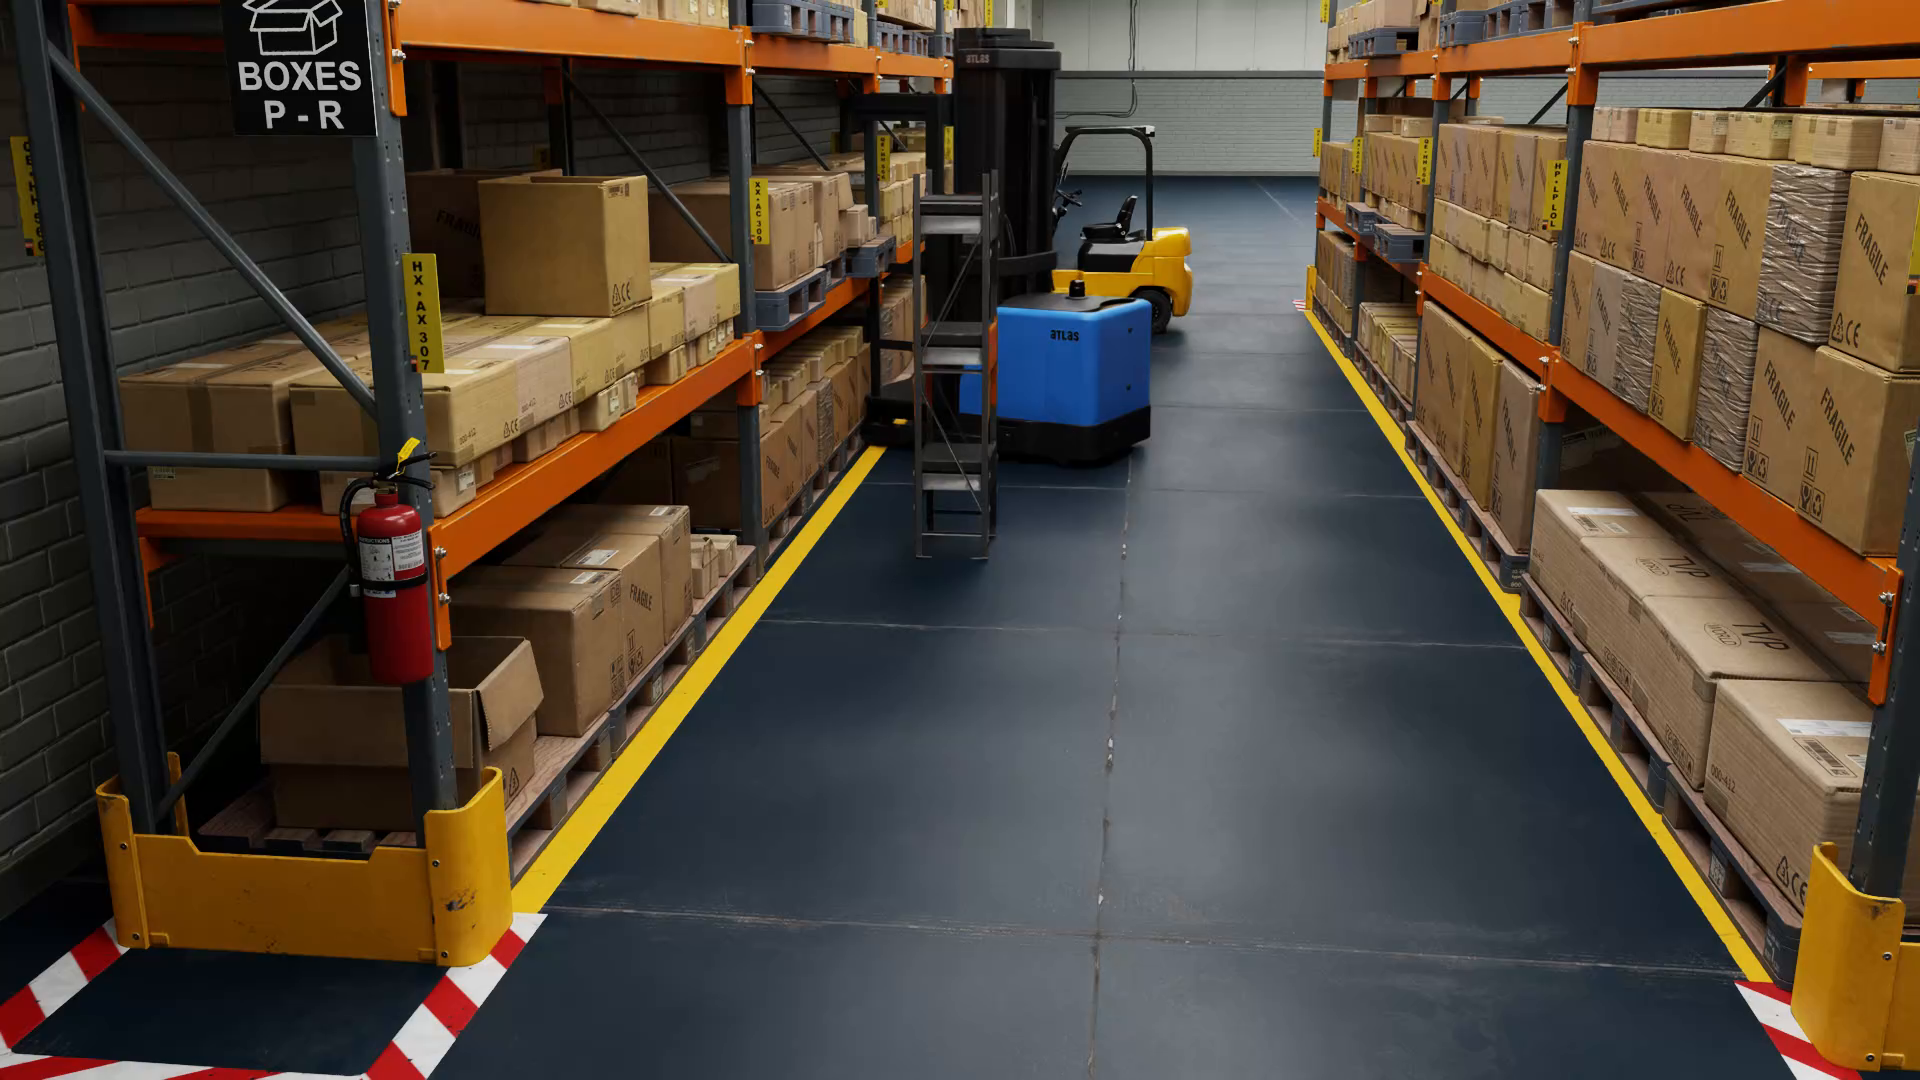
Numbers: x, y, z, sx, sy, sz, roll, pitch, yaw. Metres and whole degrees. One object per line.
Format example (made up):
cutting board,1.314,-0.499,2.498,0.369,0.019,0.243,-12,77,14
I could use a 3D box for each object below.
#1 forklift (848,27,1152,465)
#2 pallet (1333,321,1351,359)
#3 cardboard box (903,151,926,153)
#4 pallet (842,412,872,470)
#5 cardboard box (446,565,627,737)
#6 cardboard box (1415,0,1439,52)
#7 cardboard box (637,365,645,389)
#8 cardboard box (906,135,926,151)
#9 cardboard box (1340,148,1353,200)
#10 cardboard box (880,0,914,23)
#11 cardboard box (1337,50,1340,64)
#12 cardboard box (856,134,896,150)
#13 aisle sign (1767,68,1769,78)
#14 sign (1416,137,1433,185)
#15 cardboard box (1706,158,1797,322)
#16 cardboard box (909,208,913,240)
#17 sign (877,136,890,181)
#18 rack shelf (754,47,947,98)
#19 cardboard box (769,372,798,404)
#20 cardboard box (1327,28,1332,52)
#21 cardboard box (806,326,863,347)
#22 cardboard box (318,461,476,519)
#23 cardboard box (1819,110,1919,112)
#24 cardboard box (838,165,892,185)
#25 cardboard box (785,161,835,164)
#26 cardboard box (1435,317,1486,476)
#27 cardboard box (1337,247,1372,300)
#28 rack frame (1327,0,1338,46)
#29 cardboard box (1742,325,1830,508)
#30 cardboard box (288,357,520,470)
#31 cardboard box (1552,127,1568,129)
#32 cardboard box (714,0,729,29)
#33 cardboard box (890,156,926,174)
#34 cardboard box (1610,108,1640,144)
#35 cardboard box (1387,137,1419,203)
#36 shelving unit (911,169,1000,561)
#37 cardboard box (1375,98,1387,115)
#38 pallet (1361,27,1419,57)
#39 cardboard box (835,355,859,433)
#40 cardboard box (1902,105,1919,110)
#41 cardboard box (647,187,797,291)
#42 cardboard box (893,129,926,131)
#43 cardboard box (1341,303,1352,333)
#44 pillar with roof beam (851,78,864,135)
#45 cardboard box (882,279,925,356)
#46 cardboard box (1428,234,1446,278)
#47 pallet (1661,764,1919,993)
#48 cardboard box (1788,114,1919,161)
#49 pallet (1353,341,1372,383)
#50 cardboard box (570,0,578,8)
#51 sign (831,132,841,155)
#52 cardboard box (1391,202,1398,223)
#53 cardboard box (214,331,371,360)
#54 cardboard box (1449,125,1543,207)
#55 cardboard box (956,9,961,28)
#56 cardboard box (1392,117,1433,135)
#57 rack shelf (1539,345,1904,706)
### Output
forklift,-0.138,-2.197,12.170,3.031,2.935,1.130,9,17,29
pallet,4.321,-2.011,16.696,1.003,0.211,1.213,2,15,6
cardboard box,-0.355,-3.764,16.400,0.380,0.149,0.250,1,15,5
pallet,-1.226,-0.751,12.036,1.003,0.211,1.213,2,15,6
cardboard box,-1.708,0.412,6.374,0.700,0.500,0.500,2,15,9
cardboard box,3.972,-4.039,12.908,0.797,0.503,0.637,2,15,6
cardboard box,-1.551,-0.707,7.011,0.380,0.149,0.250,2,15,7
cardboard box,-0.322,-3.906,16.358,0.380,0.149,0.250,2,15,7
cardboard box,4.188,-3.765,17.078,0.500,0.500,0.500,2,15,8
cardboard box,-0.665,-4.482,13.556,0.500,0.500,0.500,2,15,8
cardboard box,4.367,-5.331,18.367,0.380,0.149,0.250,2,15,8
cardboard box,-0.847,-3.988,16.660,0.380,0.149,0.250,1,15,5
aisle sign,9.371,-5.382,18.839,0.394,0.787,0.004,2,15,6
sign,3.288,-2.679,11.756,0.100,0.325,0.005,2,15,6
cardboard box,2.832,-0.997,5.497,0.500,0.500,0.500,2,15,6
cardboard box,-0.638,-2.724,14.277,0.500,0.250,0.500,2,15,8
sign,-0.564,-2.797,12.193,0.100,0.325,0.005,2,15,6
rack shelf,-0.878,-3.909,14.005,1.077,0.370,4.000,2,15,6
cardboard box,-1.196,-0.923,10.071,0.380,0.149,0.250,2,15,6
cardboard box,4.410,-5.616,18.656,0.500,0.250,0.500,1,15,5
cardboard box,-0.908,-1.464,12.070,0.380,0.149,0.250,1,15,4
cardboard box,-1.697,-0.171,5.029,0.380,0.149,0.250,2,15,6
cardboard box,3.452,-1.532,6.233,0.380,0.149,0.250,1,15,5
cardboard box,-0.743,-2.862,13.066,0.380,0.149,0.250,2,15,8
cardboard box,-1.250,-3.077,13.859,0.380,0.149,0.250,1,15,5
cardboard box,3.563,-0.914,10.561,0.875,0.875,0.875,2,15,7
cardboard box,4.136,-2.713,16.975,0.500,0.500,0.500,2,15,7
rack frame,4.731,-7.116,18.737,1.000,3.000,0.127,2,15,6
cardboard box,2.789,-0.381,5.132,0.500,0.500,0.500,1,15,5
cardboard box,-1.688,-0.396,5.097,0.500,0.250,0.500,2,15,7
cardboard box,3.918,-2.272,10.210,0.500,0.500,0.500,2,15,6
cardboard box,-1.302,-2.477,7.812,0.380,0.149,0.250,2,15,6
cardboard box,-0.459,-3.392,15.026,0.380,0.149,0.250,1,15,5
cardboard box,3.071,-1.810,7.260,0.380,0.149,0.250,2,15,7
cardboard box,3.707,-2.931,13.188,0.500,0.500,0.500,1,15,2
shelving unit,-0.019,-0.971,9.229,0.431,2.100,0.503,2,15,6
cardboard box,4.676,-4.364,17.376,0.700,0.500,0.500,2,15,6
pallet,3.990,-4.113,13.741,1.213,0.211,1.003,2,15,6
cardboard box,-1.005,-1.040,11.748,0.500,0.500,0.500,1,15,5
cardboard box,9.286,-3.751,15.431,0.875,0.550,0.550,2,15,6
cardboard box,-1.278,-1.622,8.919,0.700,0.500,0.500,2,15,8
cardboard box,-0.578,-4.520,18.629,0.380,0.149,0.250,2,15,8
cardboard box,4.080,-2.219,16.584,0.500,0.250,0.500,2,15,9
pillar with roof beam,3.102,-6.980,18.236,9.100,9.000,0.400,2,15,6
cardboard box,-0.795,-2.047,15.231,0.875,0.625,0.625,2,15,6
cardboard box,3.523,-1.953,11.425,0.500,0.250,0.500,1,15,5
pallet,2.938,1.067,5.313,1.003,0.211,1.213,2,15,6
cardboard box,2.887,-1.279,5.295,0.380,0.149,0.250,2,15,6
pallet,4.194,-1.634,15.301,1.003,0.211,1.213,2,15,6
cardboard box,-1.571,-1.948,5.855,0.380,0.149,0.250,2,15,6
sign,-1.204,-3.799,16.156,0.100,0.325,0.005,2,15,6
cardboard box,3.627,-2.593,13.183,0.380,0.149,0.250,2,15,7
cardboard box,-2.159,-0.547,5.656,0.500,0.250,0.500,2,15,6
cardboard box,3.484,-2.426,10.780,0.500,0.500,0.500,2,15,6
cardboard box,-0.183,-5.337,17.169,0.396,0.266,0.258,1,15,5
cardboard box,3.855,-3.493,14.027,0.380,0.149,0.250,3,15,9
rack shelf,3.152,-0.241,6.186,1.077,0.370,4.000,2,15,6
